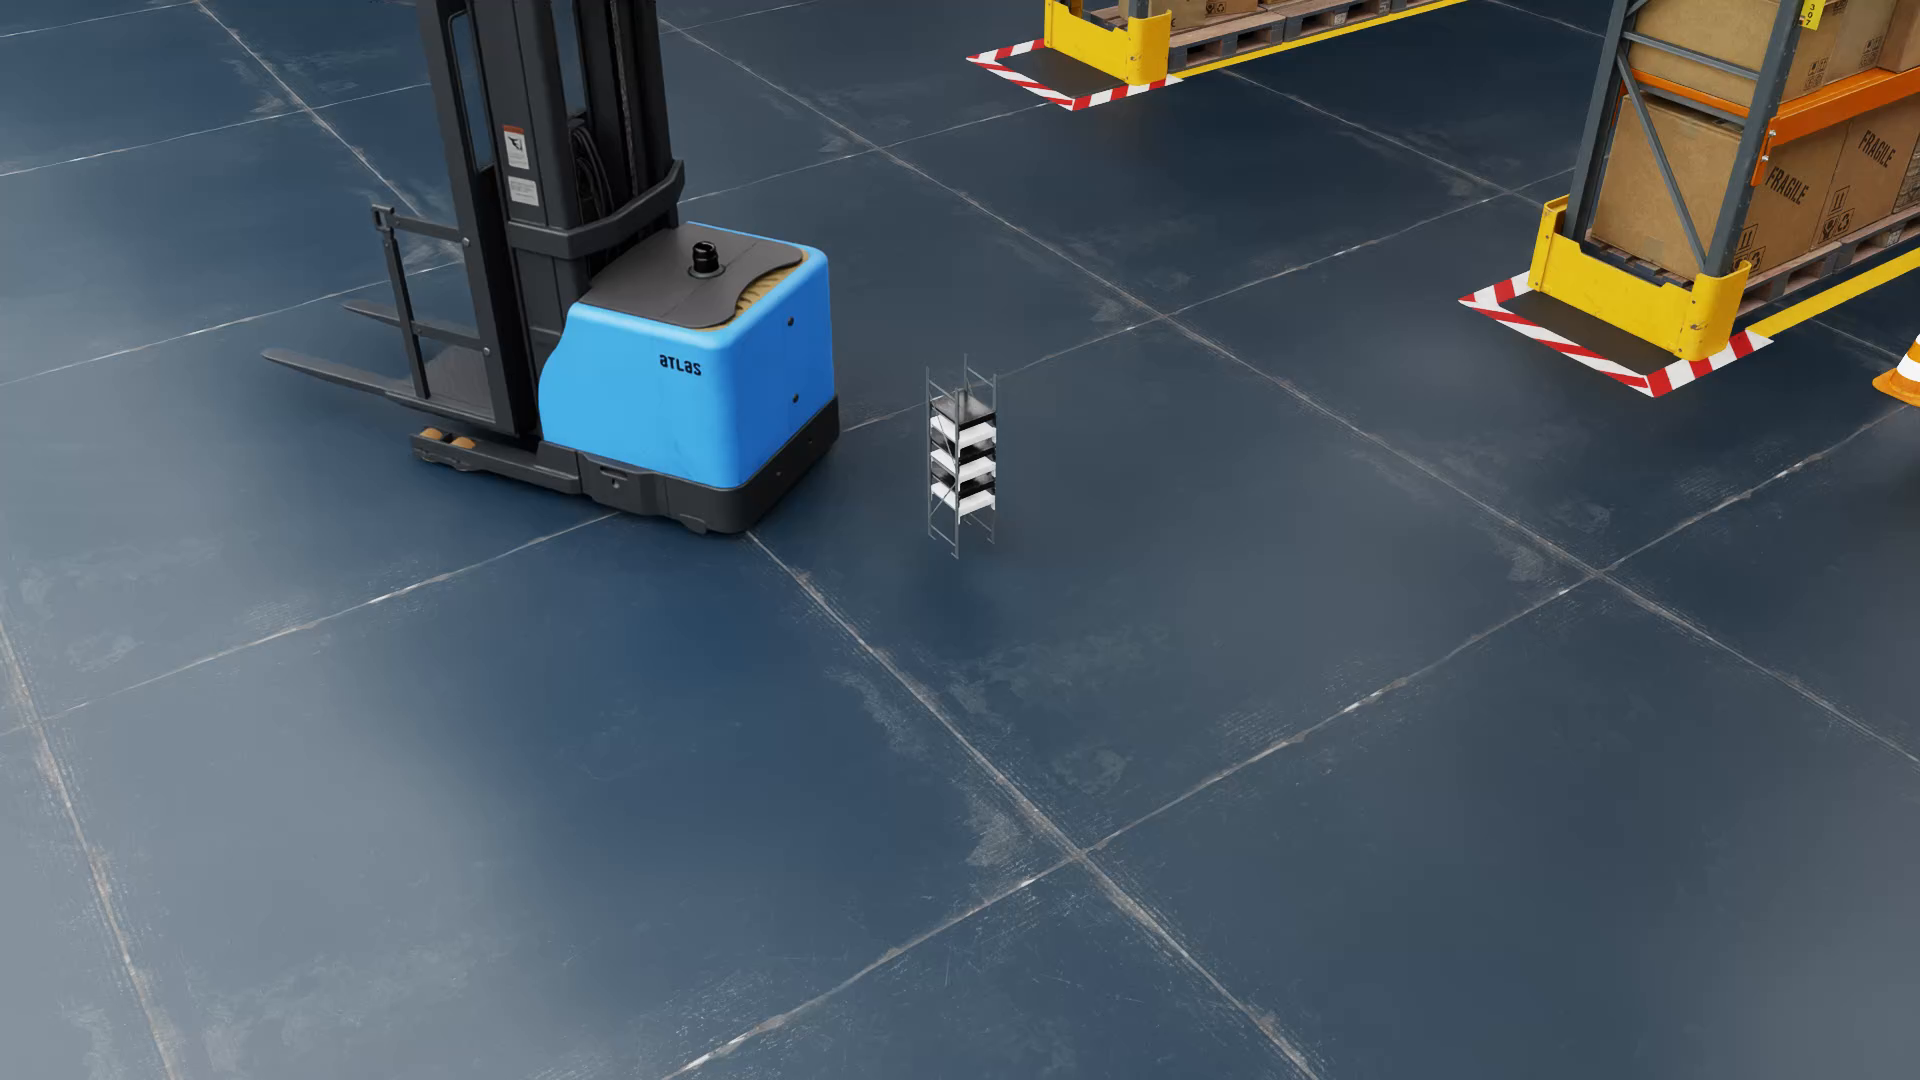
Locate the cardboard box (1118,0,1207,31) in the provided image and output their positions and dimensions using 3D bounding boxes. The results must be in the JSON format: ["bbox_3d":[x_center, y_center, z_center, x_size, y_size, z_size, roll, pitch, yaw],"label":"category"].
[{"bbox_3d":[1.578,-4.284,12.919,0.500,0.500,0.500,-15,38,-20],"label":"cardboard box"}]

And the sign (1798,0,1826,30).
[{"bbox_3d":[4.147,-2.642,8.045,0.005,0.325,0.100,-22,41,-28],"label":"sign"}]

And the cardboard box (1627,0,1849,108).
[{"bbox_3d":[4.110,-2.732,8.852,0.550,0.550,0.875,-22,41,-28],"label":"cardboard box"}]

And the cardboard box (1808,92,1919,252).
[{"bbox_3d":[5.067,-2.390,9.963,0.875,0.875,0.875,-23,42,-29],"label":"cardboard box"}]

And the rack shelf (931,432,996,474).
[{"bbox_3d":[0.007,-0.414,7.458,0.200,0.077,0.258,-22,41,-28],"label":"rack shelf"}]

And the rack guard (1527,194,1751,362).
[{"bbox_3d":[3.813,-1.502,9.410,0.348,0.500,1.175,-22,41,-28],"label":"rack guard"}]

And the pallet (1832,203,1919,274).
[{"bbox_3d":[5.438,-2.107,10.499,1.213,0.211,1.003,-22,41,-28],"label":"pallet"}]

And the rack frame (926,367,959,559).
[{"bbox_3d":[-0.076,-0.334,7.443,0.006,0.900,0.240,-22,41,-28],"label":"rack frame"}]

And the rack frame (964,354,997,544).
[{"bbox_3d":[0.090,-0.402,7.539,0.006,0.900,0.240,-22,41,-28],"label":"rack frame"}]

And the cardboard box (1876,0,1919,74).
[{"bbox_3d":[5.077,-3.056,9.302,0.550,0.550,0.875,-22,41,-28],"label":"cardboard box"}]

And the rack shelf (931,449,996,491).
[{"bbox_3d":[0.007,-0.341,7.511,0.200,0.077,0.258,-22,41,-28],"label":"rack shelf"}]

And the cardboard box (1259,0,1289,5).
[{"bbox_3d":[2.570,-4.703,13.501,0.500,0.500,0.500,-18,40,-24],"label":"cardboard box"}]

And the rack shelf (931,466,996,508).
[{"bbox_3d":[0.007,-0.268,7.563,0.200,0.077,0.258,-22,41,-28],"label":"rack shelf"}]

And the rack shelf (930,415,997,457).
[{"bbox_3d":[0.007,-0.487,7.405,0.200,0.077,0.258,-22,41,-28],"label":"rack shelf"}]

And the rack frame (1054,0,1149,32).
[{"bbox_3d":[1.058,-4.926,12.031,0.127,3.000,1.000,-22,41,-28],"label":"rack frame"}]

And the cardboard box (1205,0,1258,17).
[{"bbox_3d":[2.047,-4.501,13.221,0.500,0.500,0.500,-12,37,-16],"label":"cardboard box"}]

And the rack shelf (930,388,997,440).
[{"bbox_3d":[0.007,-0.560,7.353,0.200,0.077,0.258,-22,41,-28],"label":"rack shelf"}]

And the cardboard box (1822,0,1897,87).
[{"bbox_3d":[4.547,-2.928,9.123,0.550,0.550,0.875,-22,41,-28],"label":"cardboard box"}]

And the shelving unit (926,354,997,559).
[{"bbox_3d":[0.007,-0.368,7.491,0.210,0.900,0.258,-22,41,-28],"label":"shelving unit"}]

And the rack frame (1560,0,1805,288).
[{"bbox_3d":[3.833,-2.525,8.692,0.127,3.000,1.000,-22,41,-28],"label":"rack frame"}]

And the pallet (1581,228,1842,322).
[{"bbox_3d":[4.441,-1.699,9.932,1.213,0.211,1.003,-22,41,-28],"label":"pallet"}]

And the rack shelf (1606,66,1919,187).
[{"bbox_3d":[5.467,-2.906,9.837,4.000,0.370,1.077,-22,41,-28],"label":"rack shelf"}]

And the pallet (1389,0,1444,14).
[{"bbox_3d":[3.799,-4.897,14.378,1.213,0.211,1.003,-22,41,-28],"label":"pallet"}]

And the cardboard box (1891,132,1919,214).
[{"bbox_3d":[5.813,-2.695,10.389,0.875,0.875,0.875,-22,41,-28],"label":"cardboard box"}]

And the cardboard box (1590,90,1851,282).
[{"bbox_3d":[4.349,-2.093,9.551,0.875,0.875,0.875,-22,41,-28],"label":"cardboard box"}]

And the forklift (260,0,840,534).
[{"bbox_3d":[-2.164,-1.792,7.731,3.031,2.935,1.130,15,38,20],"label":"forklift"}]

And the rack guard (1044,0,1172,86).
[{"bbox_3d":[1.120,-3.937,12.796,0.348,0.500,1.175,-22,41,-28],"label":"rack guard"}]

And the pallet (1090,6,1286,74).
[{"bbox_3d":[1.805,-4.076,13.237,1.213,0.211,1.003,-22,41,-28],"label":"pallet"}]

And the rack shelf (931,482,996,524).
[{"bbox_3d":[0.007,-0.195,7.616,0.200,0.077,0.258,-22,41,-28],"label":"rack shelf"}]

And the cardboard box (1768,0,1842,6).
[{"bbox_3d":[4.158,-3.131,8.481,0.550,0.550,0.875,-22,41,-28],"label":"cardboard box"}]

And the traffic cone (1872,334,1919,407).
[{"bbox_3d":[5.085,-0.996,8.739,0.334,0.463,0.336,-22,41,-28],"label":"traffic cone"}]

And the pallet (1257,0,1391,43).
[{"bbox_3d":[2.801,-4.484,13.804,1.213,0.211,1.003,-22,41,-28],"label":"pallet"}]
